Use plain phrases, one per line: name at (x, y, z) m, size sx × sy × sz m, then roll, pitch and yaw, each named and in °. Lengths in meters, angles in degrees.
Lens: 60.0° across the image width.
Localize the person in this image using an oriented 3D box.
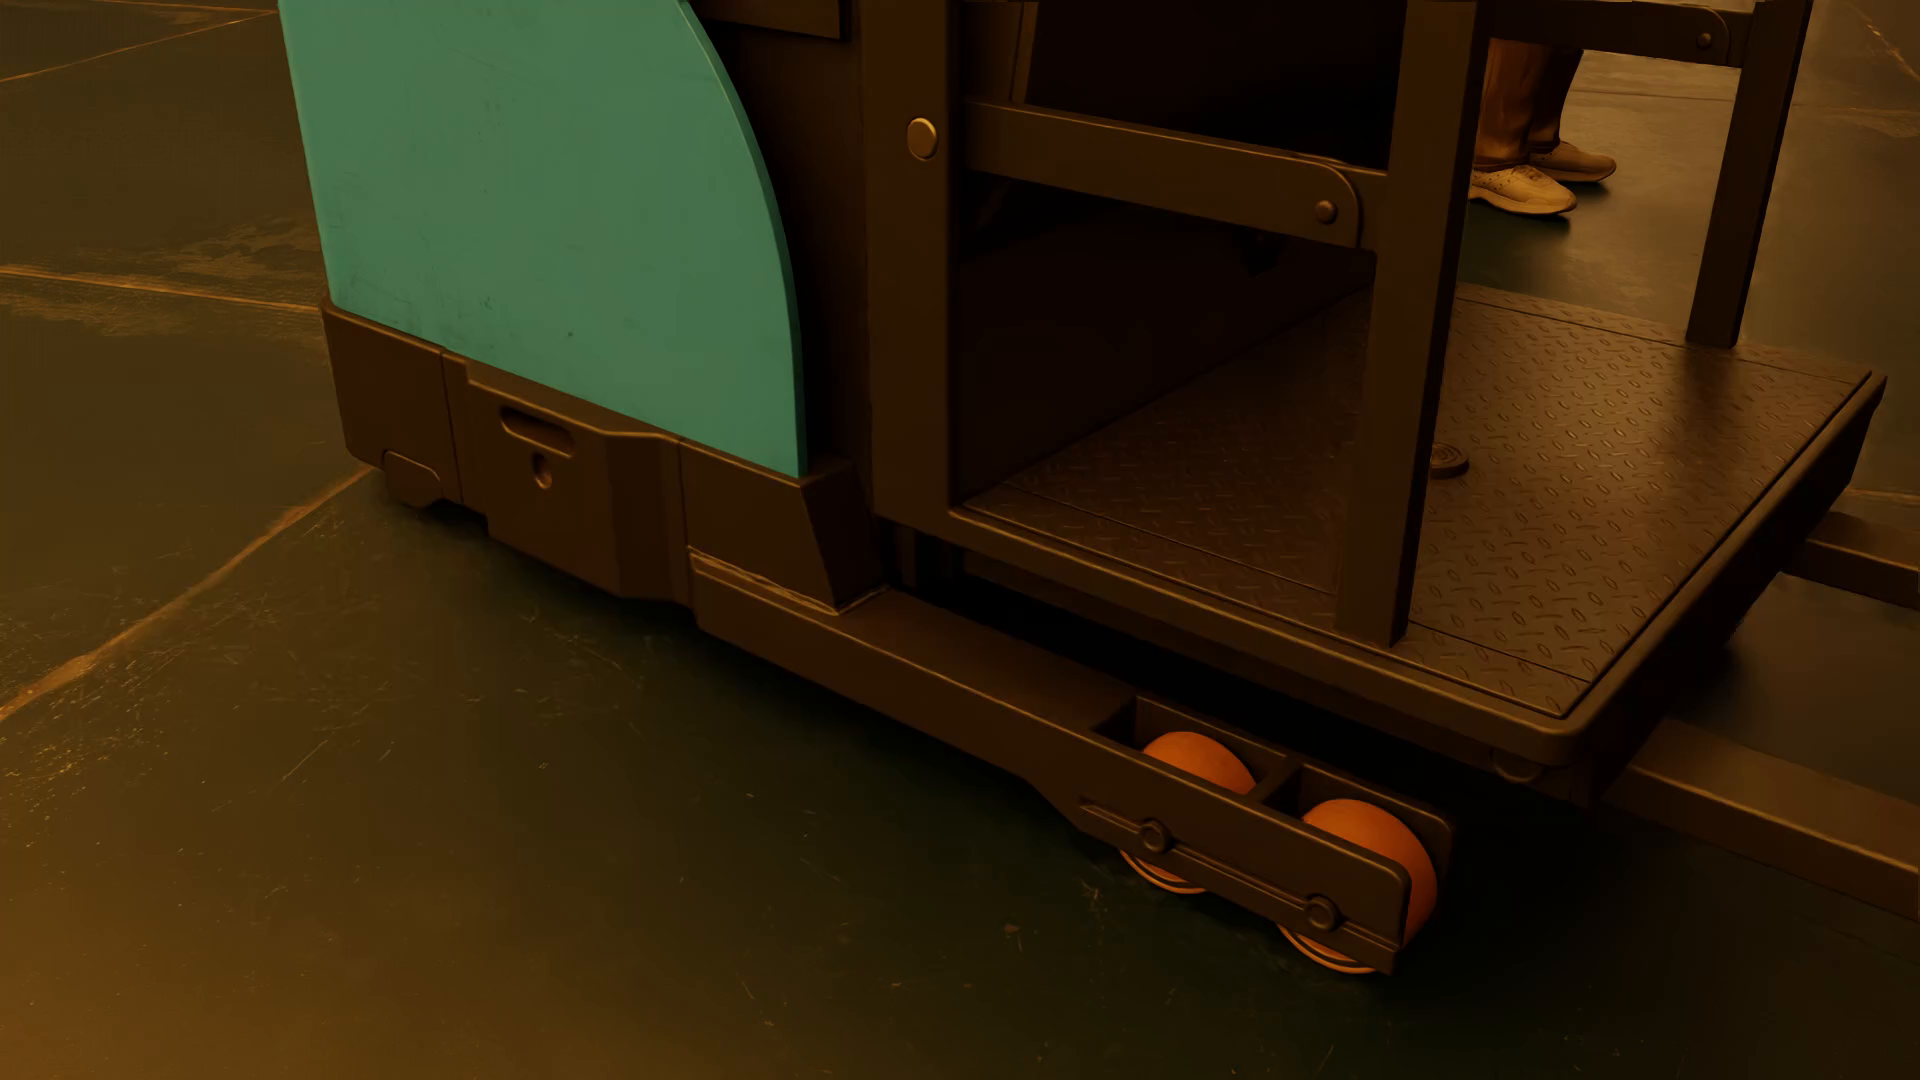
person at (1.443, -1.710, 3.900) m, size 0.423 × 1.774 × 0.653 m, roll 15°, pitch 31°, yaw 28°

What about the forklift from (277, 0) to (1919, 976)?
forklift at (0.485, -1.149, 1.526) m, size 3.031 × 2.935 × 1.130 m, roll 20°, pitch 33°, yaw 34°
